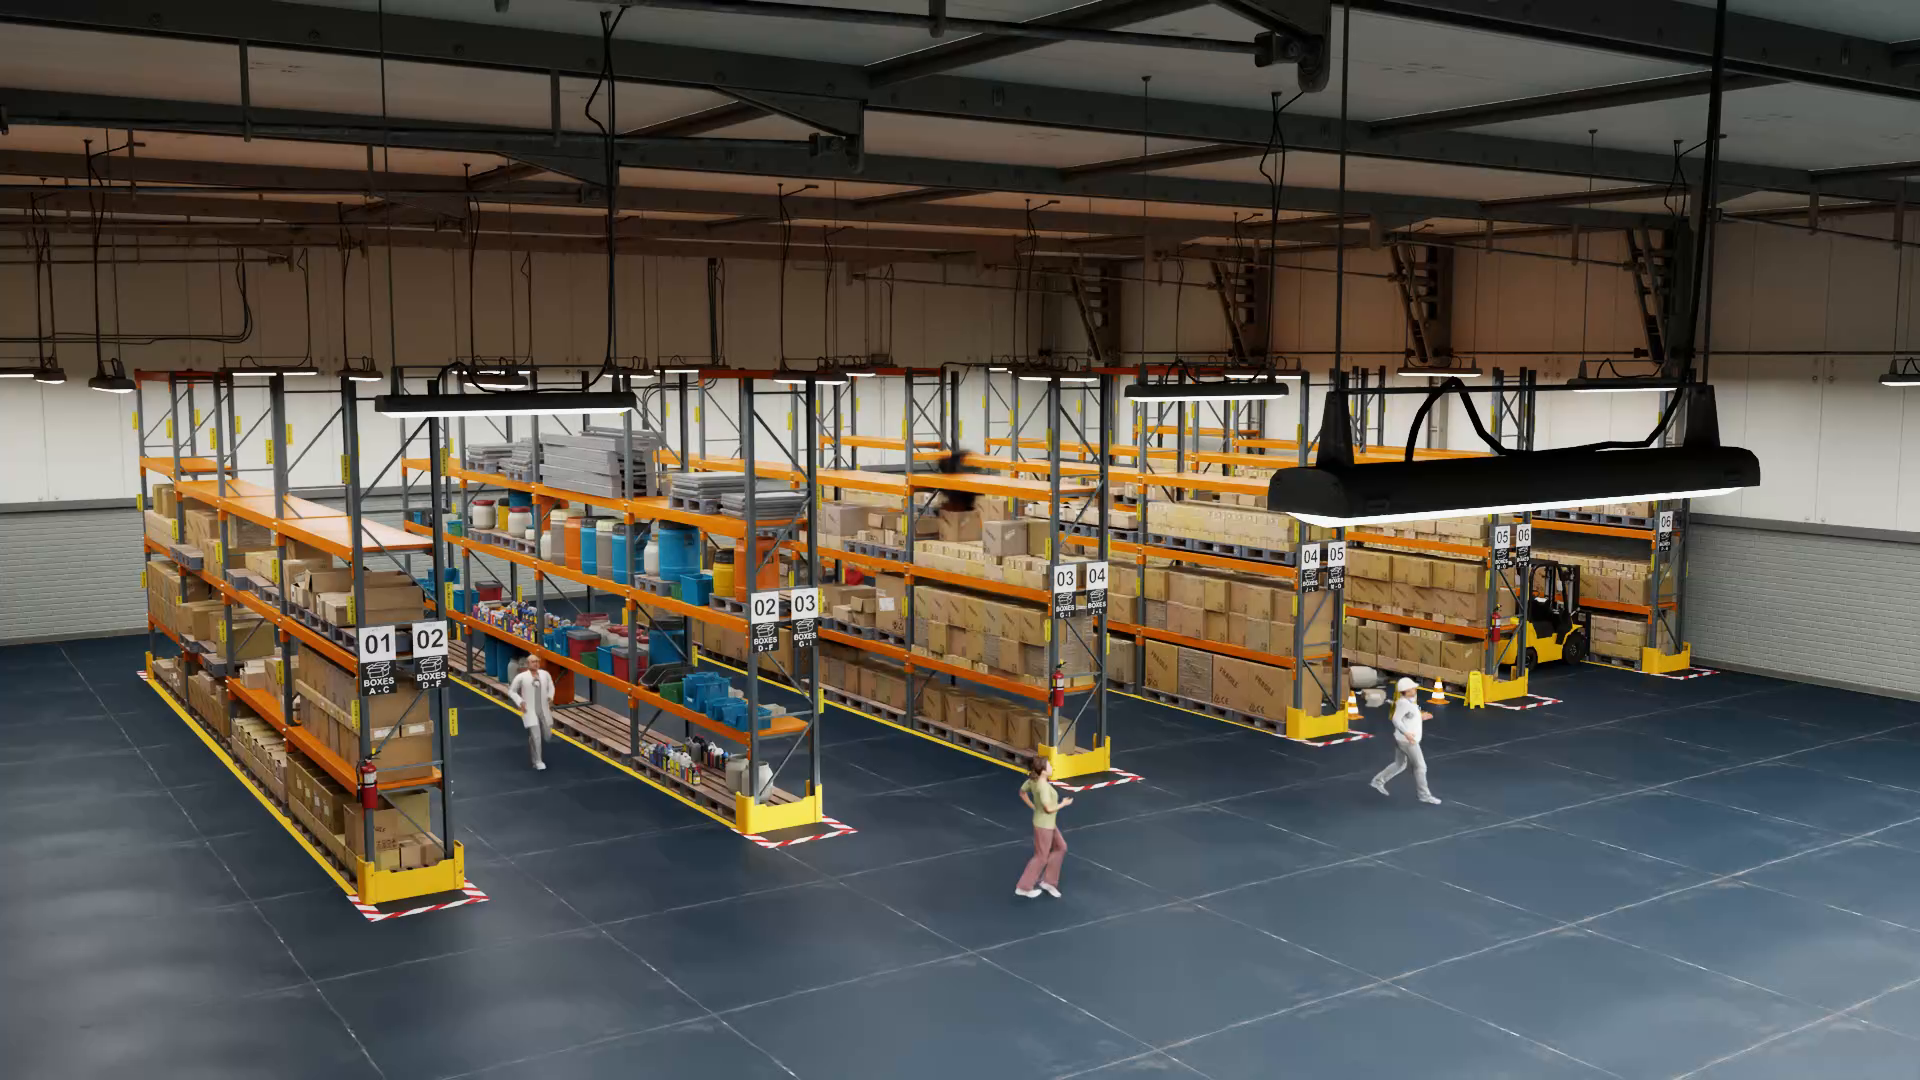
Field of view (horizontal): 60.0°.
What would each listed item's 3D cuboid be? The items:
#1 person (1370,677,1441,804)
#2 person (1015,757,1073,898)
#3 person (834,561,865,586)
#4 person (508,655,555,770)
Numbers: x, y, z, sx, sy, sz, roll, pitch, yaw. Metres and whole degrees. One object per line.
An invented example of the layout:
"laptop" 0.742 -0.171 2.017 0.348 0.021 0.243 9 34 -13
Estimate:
"person" 6.270 2.800 23.310 0.963 1.763 0.655 1 6 5
"person" 0.965 3.339 19.217 0.670 1.705 0.558 -1 6 -7
"person" -2.400 1.330 36.999 0.624 1.804 0.761 -4 8 -32
"person" -6.506 2.609 25.380 0.713 1.730 0.753 -5 8 -35
